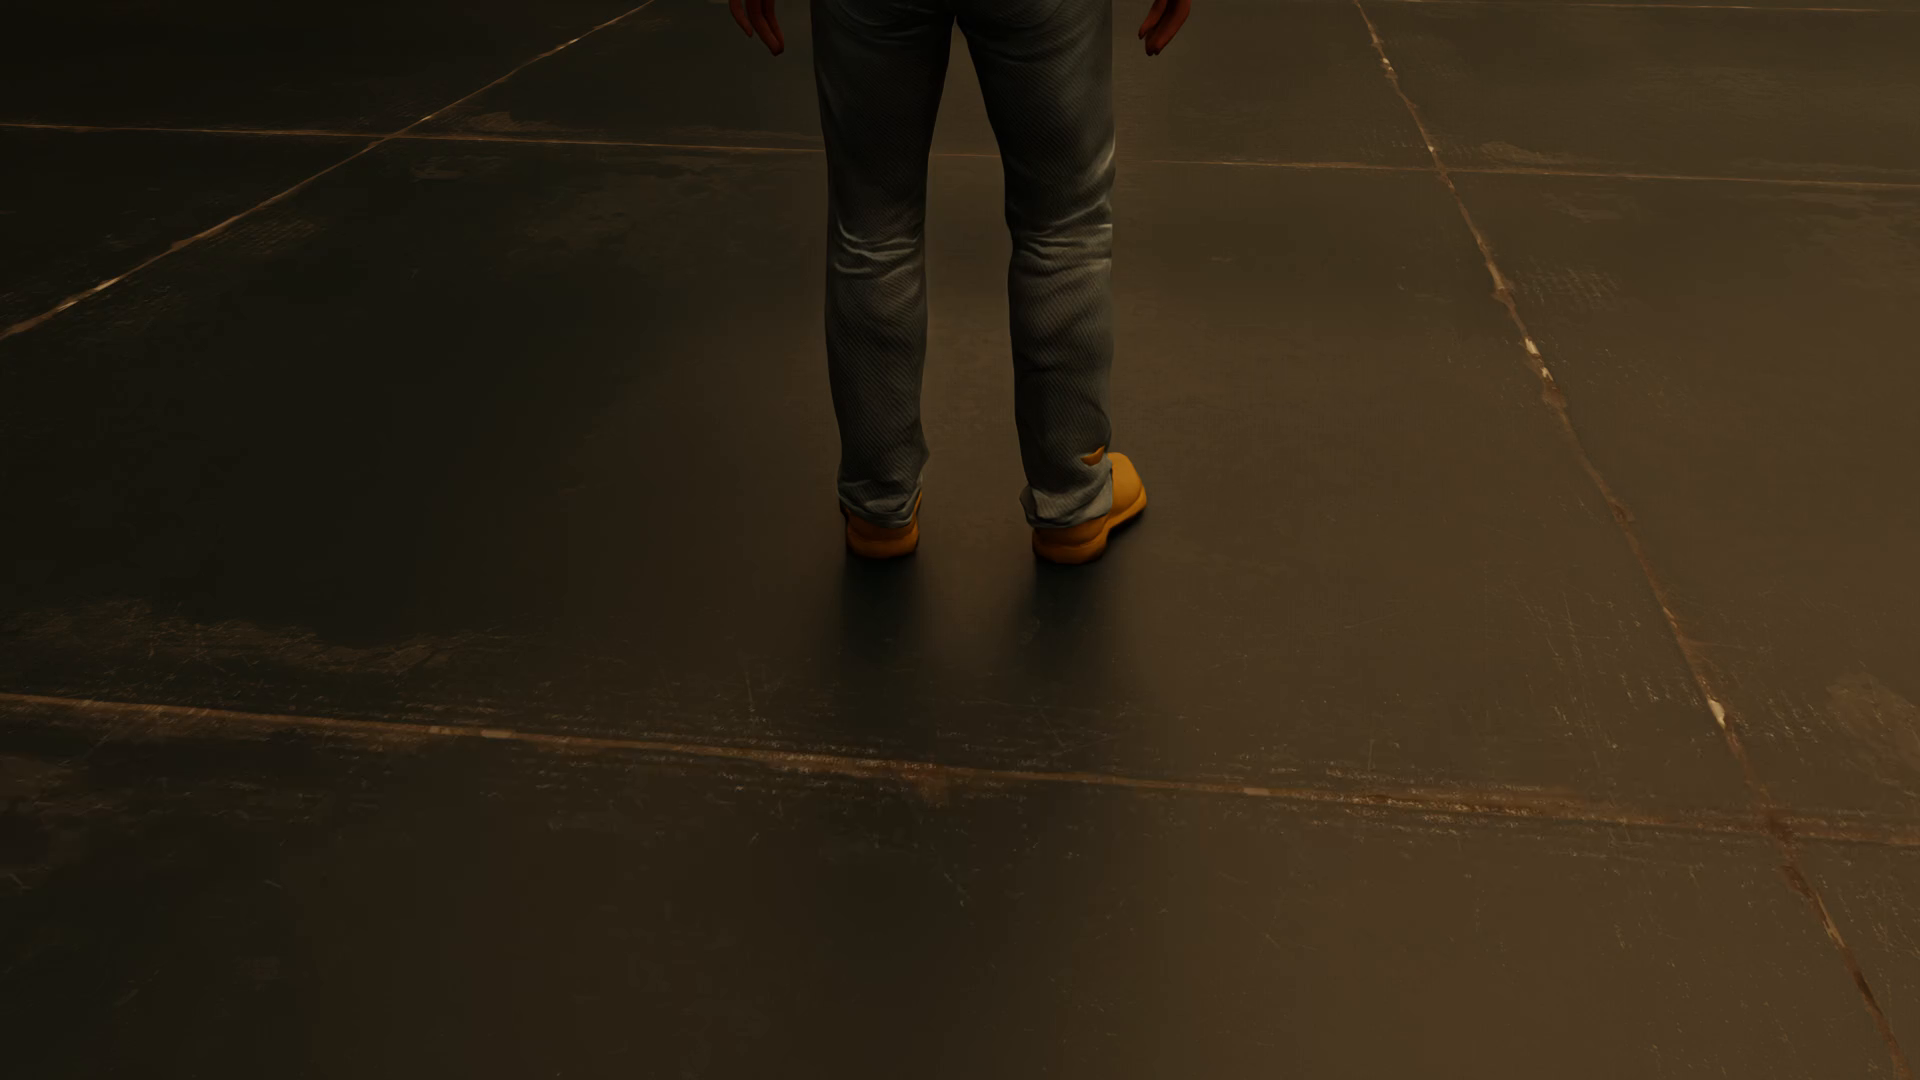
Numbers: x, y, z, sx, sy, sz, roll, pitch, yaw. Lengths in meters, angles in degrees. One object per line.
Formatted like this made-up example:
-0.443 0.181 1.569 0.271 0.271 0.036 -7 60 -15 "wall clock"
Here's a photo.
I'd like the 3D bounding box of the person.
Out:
-0.003 -0.804 2.144 0.626 1.760 0.460 3 27 5 "person"
